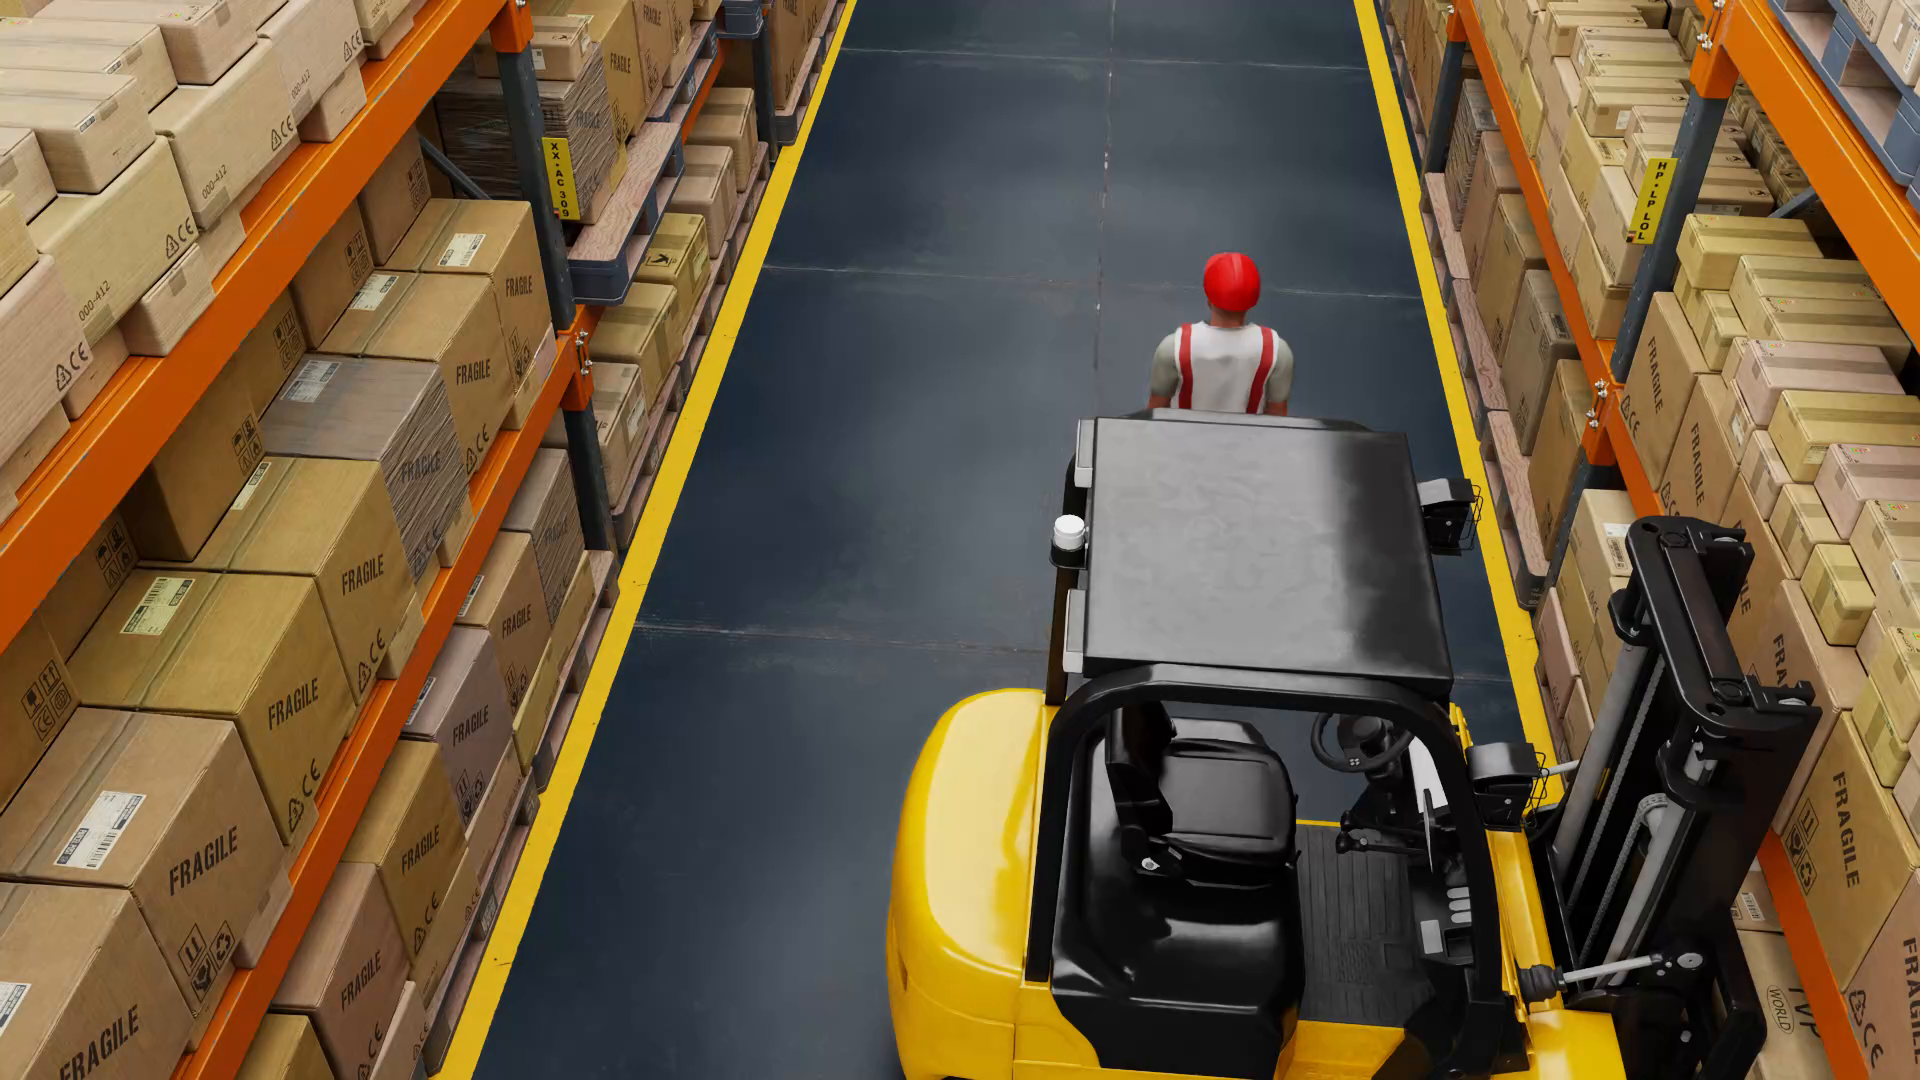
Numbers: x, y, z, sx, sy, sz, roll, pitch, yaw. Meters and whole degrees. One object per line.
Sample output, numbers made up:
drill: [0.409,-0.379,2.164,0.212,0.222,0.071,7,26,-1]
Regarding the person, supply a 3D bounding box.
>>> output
person: [0.993,-0.352,6.534,0.556,1.793,0.359,3,40,4]
